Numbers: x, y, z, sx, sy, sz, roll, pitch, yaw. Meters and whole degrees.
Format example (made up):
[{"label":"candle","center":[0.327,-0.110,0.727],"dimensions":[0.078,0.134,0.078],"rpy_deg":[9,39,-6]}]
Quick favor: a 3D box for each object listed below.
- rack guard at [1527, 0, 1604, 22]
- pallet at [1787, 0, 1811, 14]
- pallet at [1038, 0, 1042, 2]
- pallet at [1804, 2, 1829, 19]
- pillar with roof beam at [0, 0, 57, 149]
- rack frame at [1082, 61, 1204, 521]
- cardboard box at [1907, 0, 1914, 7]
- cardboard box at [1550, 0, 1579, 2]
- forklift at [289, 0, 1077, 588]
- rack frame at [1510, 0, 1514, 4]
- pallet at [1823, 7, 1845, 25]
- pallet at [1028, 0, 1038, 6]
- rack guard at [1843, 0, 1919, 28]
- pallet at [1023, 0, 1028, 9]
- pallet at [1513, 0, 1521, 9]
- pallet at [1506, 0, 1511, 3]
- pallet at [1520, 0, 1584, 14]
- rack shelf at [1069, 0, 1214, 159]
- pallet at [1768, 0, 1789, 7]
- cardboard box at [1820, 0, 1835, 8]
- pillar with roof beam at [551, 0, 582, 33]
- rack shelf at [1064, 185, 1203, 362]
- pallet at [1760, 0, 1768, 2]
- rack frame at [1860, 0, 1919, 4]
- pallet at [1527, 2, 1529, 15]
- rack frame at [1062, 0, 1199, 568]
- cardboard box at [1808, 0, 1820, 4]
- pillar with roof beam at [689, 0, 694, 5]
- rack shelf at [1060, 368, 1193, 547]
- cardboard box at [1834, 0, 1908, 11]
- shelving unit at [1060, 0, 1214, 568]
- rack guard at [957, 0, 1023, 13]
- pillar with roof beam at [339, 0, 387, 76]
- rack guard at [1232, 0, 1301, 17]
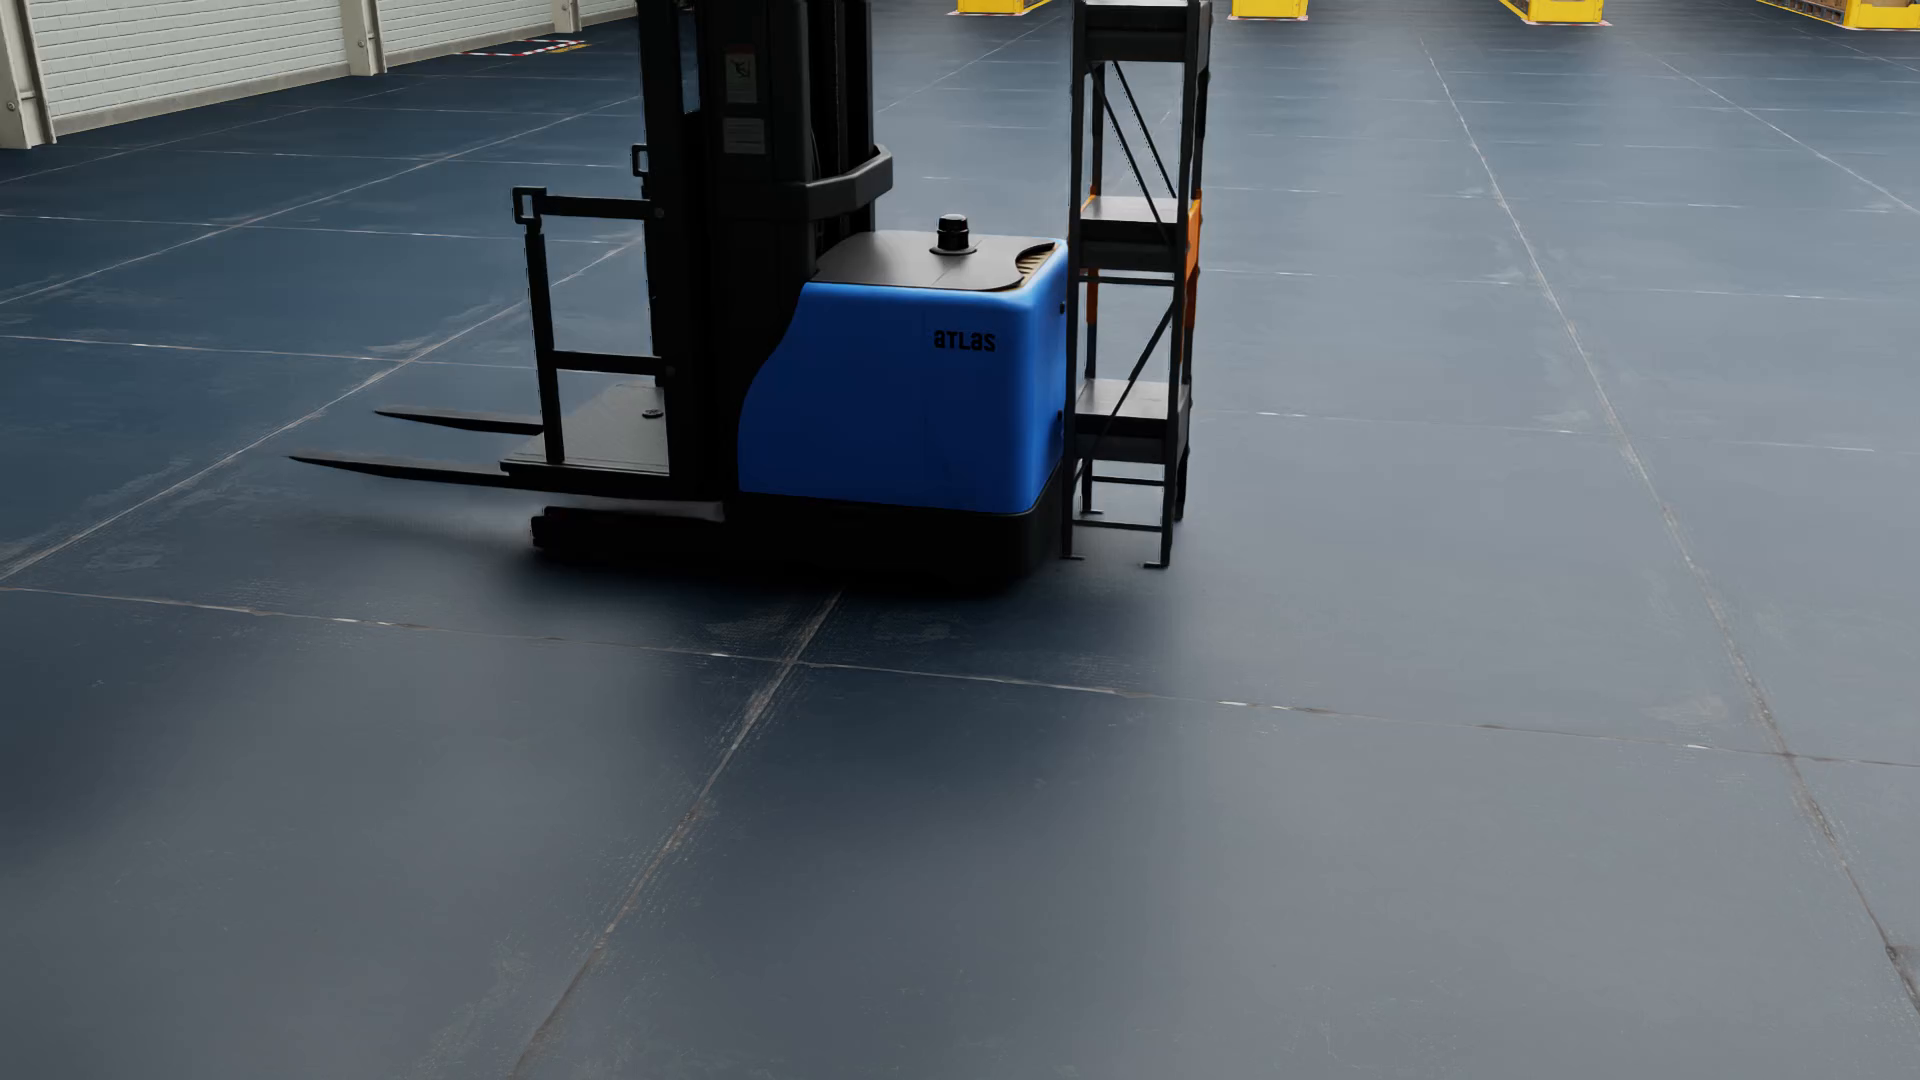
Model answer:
[{"label":"rack guard","center":[10.265,-9.062,28.186],"dimensions":[1.175,0.500,0.348],"rpy_deg":[4,22,11]},{"label":"pallet","center":[15.669,-9.676,30.097],"dimensions":[1.003,0.211,1.213],"rpy_deg":[4,22,11]},{"label":"pallet","center":[1.166,-10.832,32.967],"dimensions":[1.003,0.211,1.213],"rpy_deg":[4,22,11]},{"label":"pallet","center":[15.423,-9.229,28.986],"dimensions":[1.003,0.211,1.213],"rpy_deg":[4,22,11]},{"label":"pillar with roof beam","center":[-4.460,-7.520,12.981],"dimensions":[9.100,9.000,0.400],"rpy_deg":[4,22,11]},{"label":"rack frame","center":[0.683,-1.069,6.196],"dimensions":[0.400,2.100,0.015],"rpy_deg":[5,22,12]},{"label":"cardboard box","center":[16.589,-9.438,29.114],"dimensions":[0.500,0.500,0.500],"rpy_deg":[8,23,20]},{"label":"cardboard box","center":[10.394,-9.456,28.602],"dimensions":[0.500,0.500,0.500],"rpy_deg":[9,24,21]},{"label":"forklift","center":[-1.109,-1.470,6.080],"dimensions":[3.031,2.935,1.130],"rpy_deg":[5,23,13]},{"label":"rack frame","center":[11.066,-11.657,31.282],"dimensions":[1.000,3.000,0.127],"rpy_deg":[4,22,11]},{"label":"pallet","center":[15.171,-8.784,27.881],"dimensions":[1.003,0.211,1.213],"rpy_deg":[4,22,11]},{"label":"pallet","center":[0.919,-10.385,31.856],"dimensions":[1.003,0.211,1.213],"rpy_deg":[4,22,11]},{"label":"rack guard","center":[15.080,-8.611,27.064],"dimensions":[1.175,0.500,0.348],"rpy_deg":[4,22,11]},{"label":"pallet","center":[0.668,-9.940,30.752],"dimensions":[1.003,0.211,1.213],"rpy_deg":[4,22,11]},{"label":"pallet","center":[10.964,-10.115,31.187],"dimensions":[1.003,0.211,1.213],"rpy_deg":[4,22,11]},{"label":"pallet","center":[11.223,-10.648,32.510],"dimensions":[1.003,0.211,1.213],"rpy_deg":[4,22,11]},{"label":"pallet","center":[10.717,-9.668,30.075],"dimensions":[1.003,0.211,1.213],"rpy_deg":[4,22,11]},{"label":"rack shelf","center":[0.629,-1.616,5.719],"dimensions":[0.431,0.518,0.480],"rpy_deg":[5,22,12]},{"label":"pallet","center":[15.985,-10.236,31.487],"dimensions":[1.003,0.211,1.213],"rpy_deg":[4,22,11]},{"label":"cardboard box","center":[15.336,-9.563,28.365],"dimensions":[0.875,0.875,0.875],"rpy_deg":[4,22,10]},{"label":"pillar with roof beam","center":[-2.011,-11.909,23.878],"dimensions":[9.100,9.000,0.400],"rpy_deg":[4,22,11]},{"label":"rack shelf","center":[0.629,-0.967,5.980],"dimensions":[0.431,0.518,0.480],"rpy_deg":[5,22,12]},{"label":"pallet","center":[16.231,-10.684,32.599],"dimensions":[1.003,0.211,1.213],"rpy_deg":[4,22,11]},{"label":"rack frame","center":[15.085,-9.779,26.619],"dimensions":[1.000,3.000,0.127],"rpy_deg":[4,22,11]},{"label":"pallet","center":[10.466,-9.223,28.971],"dimensions":[1.003,0.211,1.213],"rpy_deg":[4,22,11]},{"label":"rack frame","center":[0.574,-0.891,5.755],"dimensions":[0.400,2.100,0.015],"rpy_deg":[5,22,12]},{"label":"cardboard box","center":[15.524,-9.896,29.193],"dimensions":[0.875,0.875,0.875],"rpy_deg":[5,22,11]},{"label":"pillar with roof beam","center":[-0.787,-14.103,29.326],"dimensions":[9.100,9.000,0.400],"rpy_deg":[4,22,11]},{"label":"rack shelf","center":[0.629,-0.318,6.242],"dimensions":[0.431,0.518,0.480],"rpy_deg":[5,22,12]},{"label":"cardboard box","center":[15.159,-9.241,27.566],"dimensions":[0.875,0.875,0.875],"rpy_deg":[5,22,11]},{"label":"shelving unit","center":[0.629,-0.980,5.975],"dimensions":[0.431,2.100,0.503],"rpy_deg":[5,22,12]},{"label":"rack guard","center":[0.548,-9.782,29.973],"dimensions":[1.175,0.500,0.348],"rpy_deg":[4,22,11]},{"label":"pillar with roof beam","center":[-3.236,-9.715,18.429],"dimensions":[9.100,9.000,0.400],"rpy_deg":[4,22,11]},{"label":"rack guard","center":[5.371,-9.443,29.132],"dimensions":[1.175,0.500,0.348],"rpy_deg":[4,22,11]}]
